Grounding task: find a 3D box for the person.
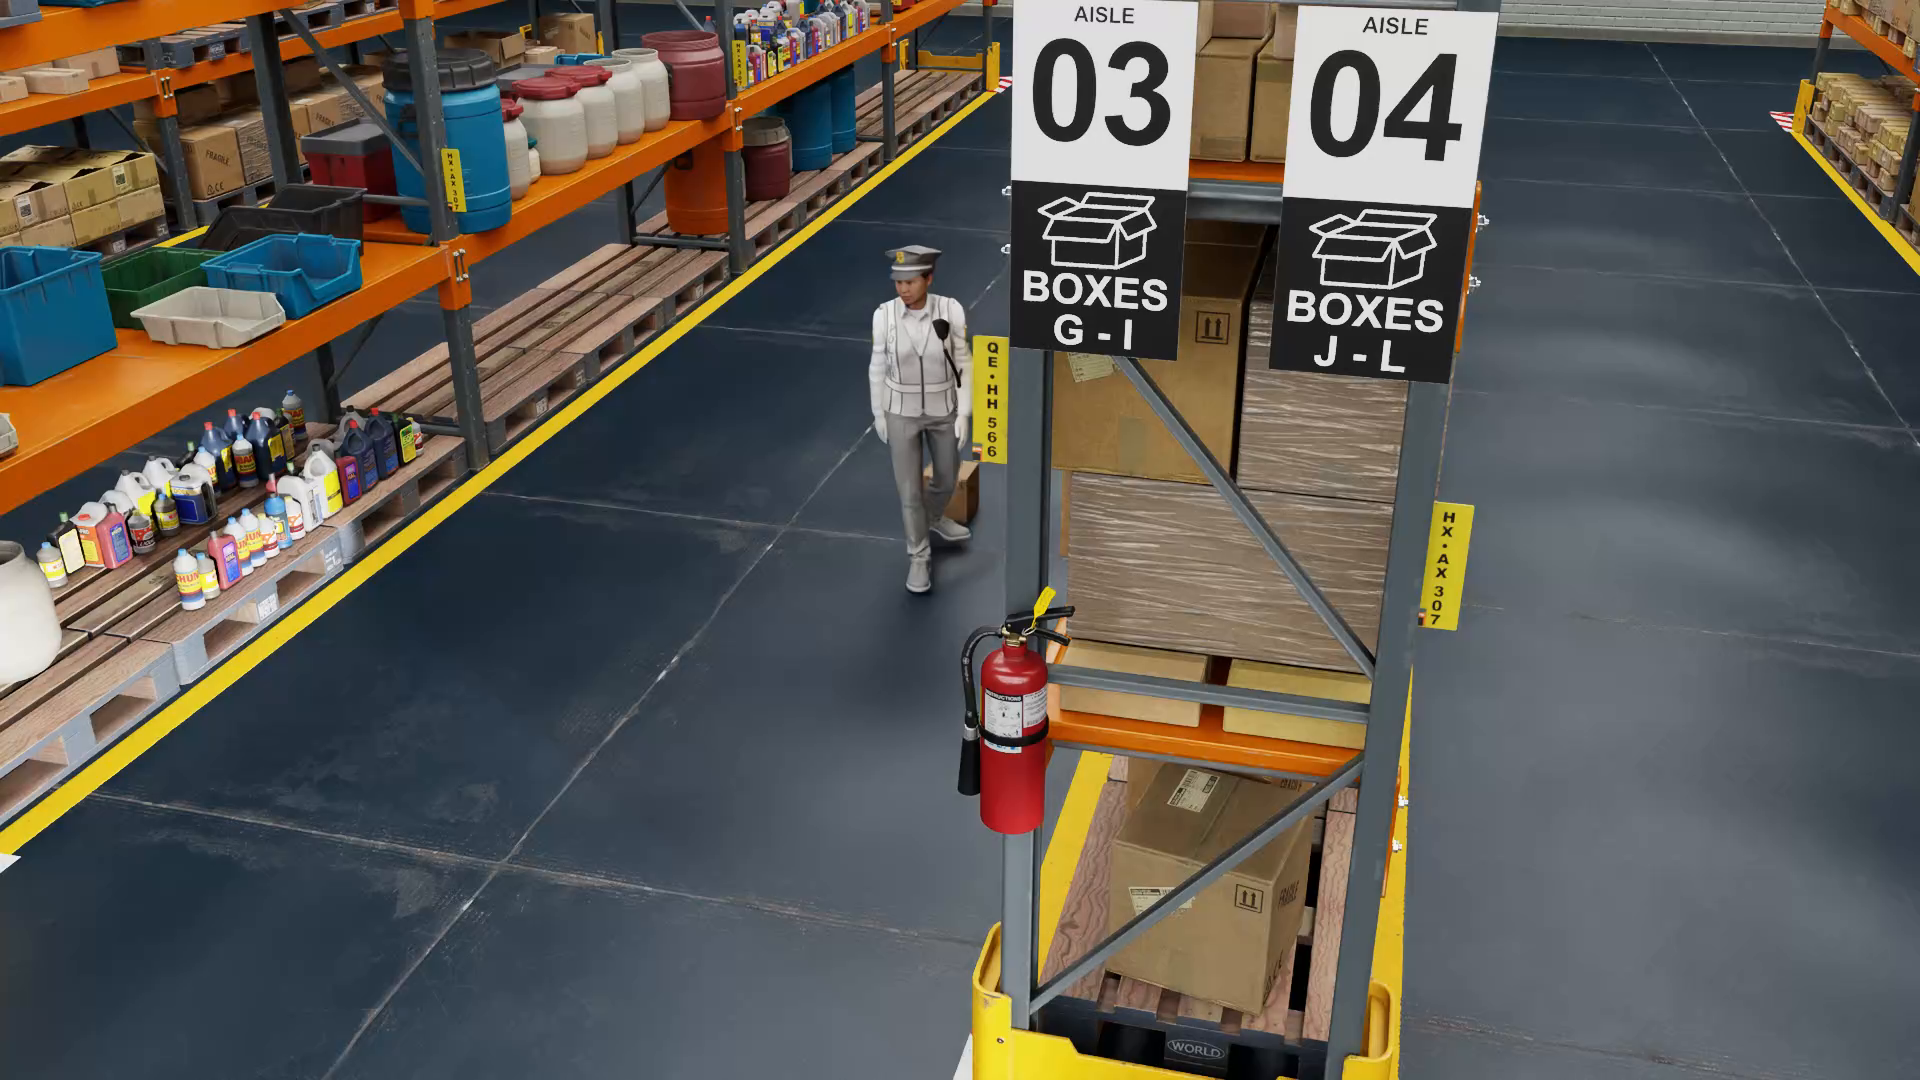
[{"bbox_3d":[-0.178,-0.625,7.902,0.502,1.666,0.628,-2,26,-5],"label":"person"}]
